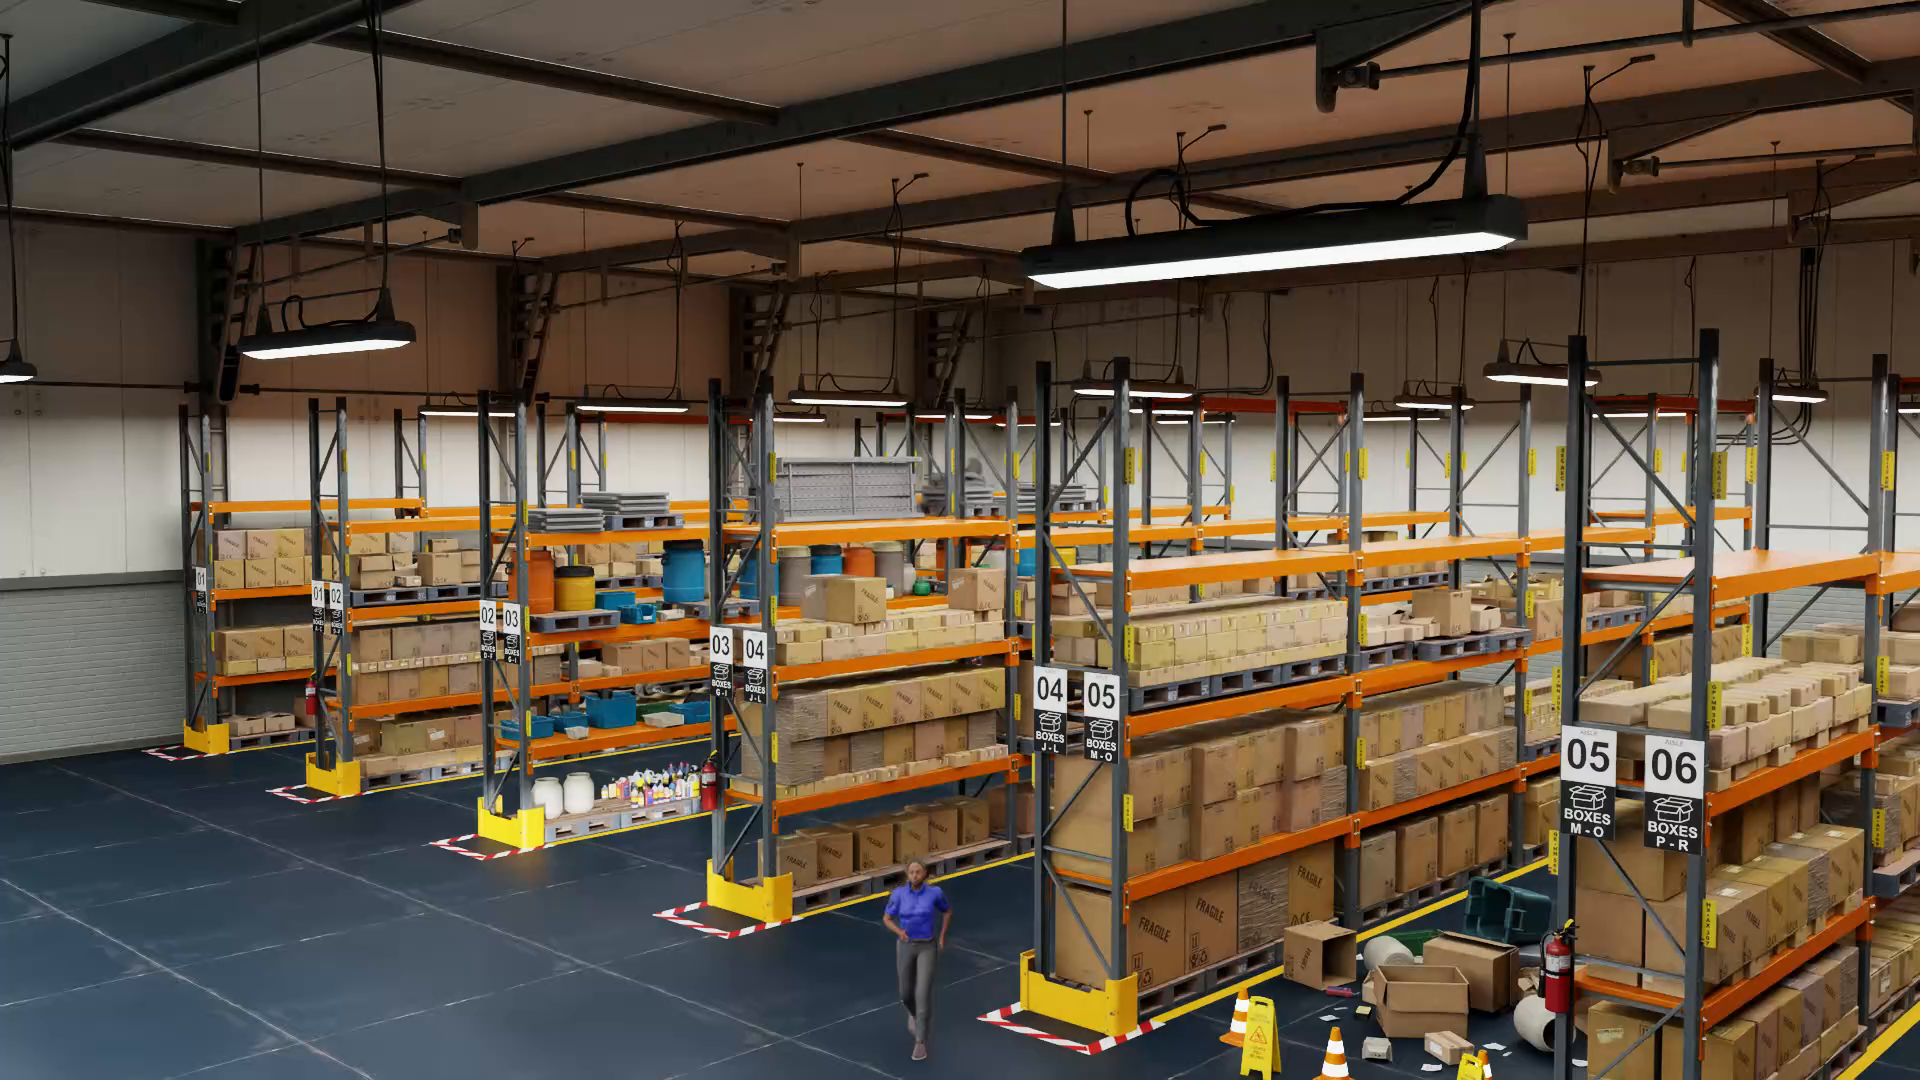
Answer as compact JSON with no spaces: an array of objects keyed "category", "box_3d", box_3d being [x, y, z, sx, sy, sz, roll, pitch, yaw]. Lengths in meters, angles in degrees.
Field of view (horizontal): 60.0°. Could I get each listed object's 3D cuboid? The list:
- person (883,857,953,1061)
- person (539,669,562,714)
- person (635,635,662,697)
[{"category":"person","box_3d":[-0.373,3.574,14.442,0.597,1.659,0.776,0,3,5]},{"category":"person","box_3d":[-7.500,2.747,30.055,0.571,1.672,0.627,3,4,42]},{"category":"person","box_3d":[-6.155,2.558,32.734,0.686,1.764,0.867,2,4,35]}]
